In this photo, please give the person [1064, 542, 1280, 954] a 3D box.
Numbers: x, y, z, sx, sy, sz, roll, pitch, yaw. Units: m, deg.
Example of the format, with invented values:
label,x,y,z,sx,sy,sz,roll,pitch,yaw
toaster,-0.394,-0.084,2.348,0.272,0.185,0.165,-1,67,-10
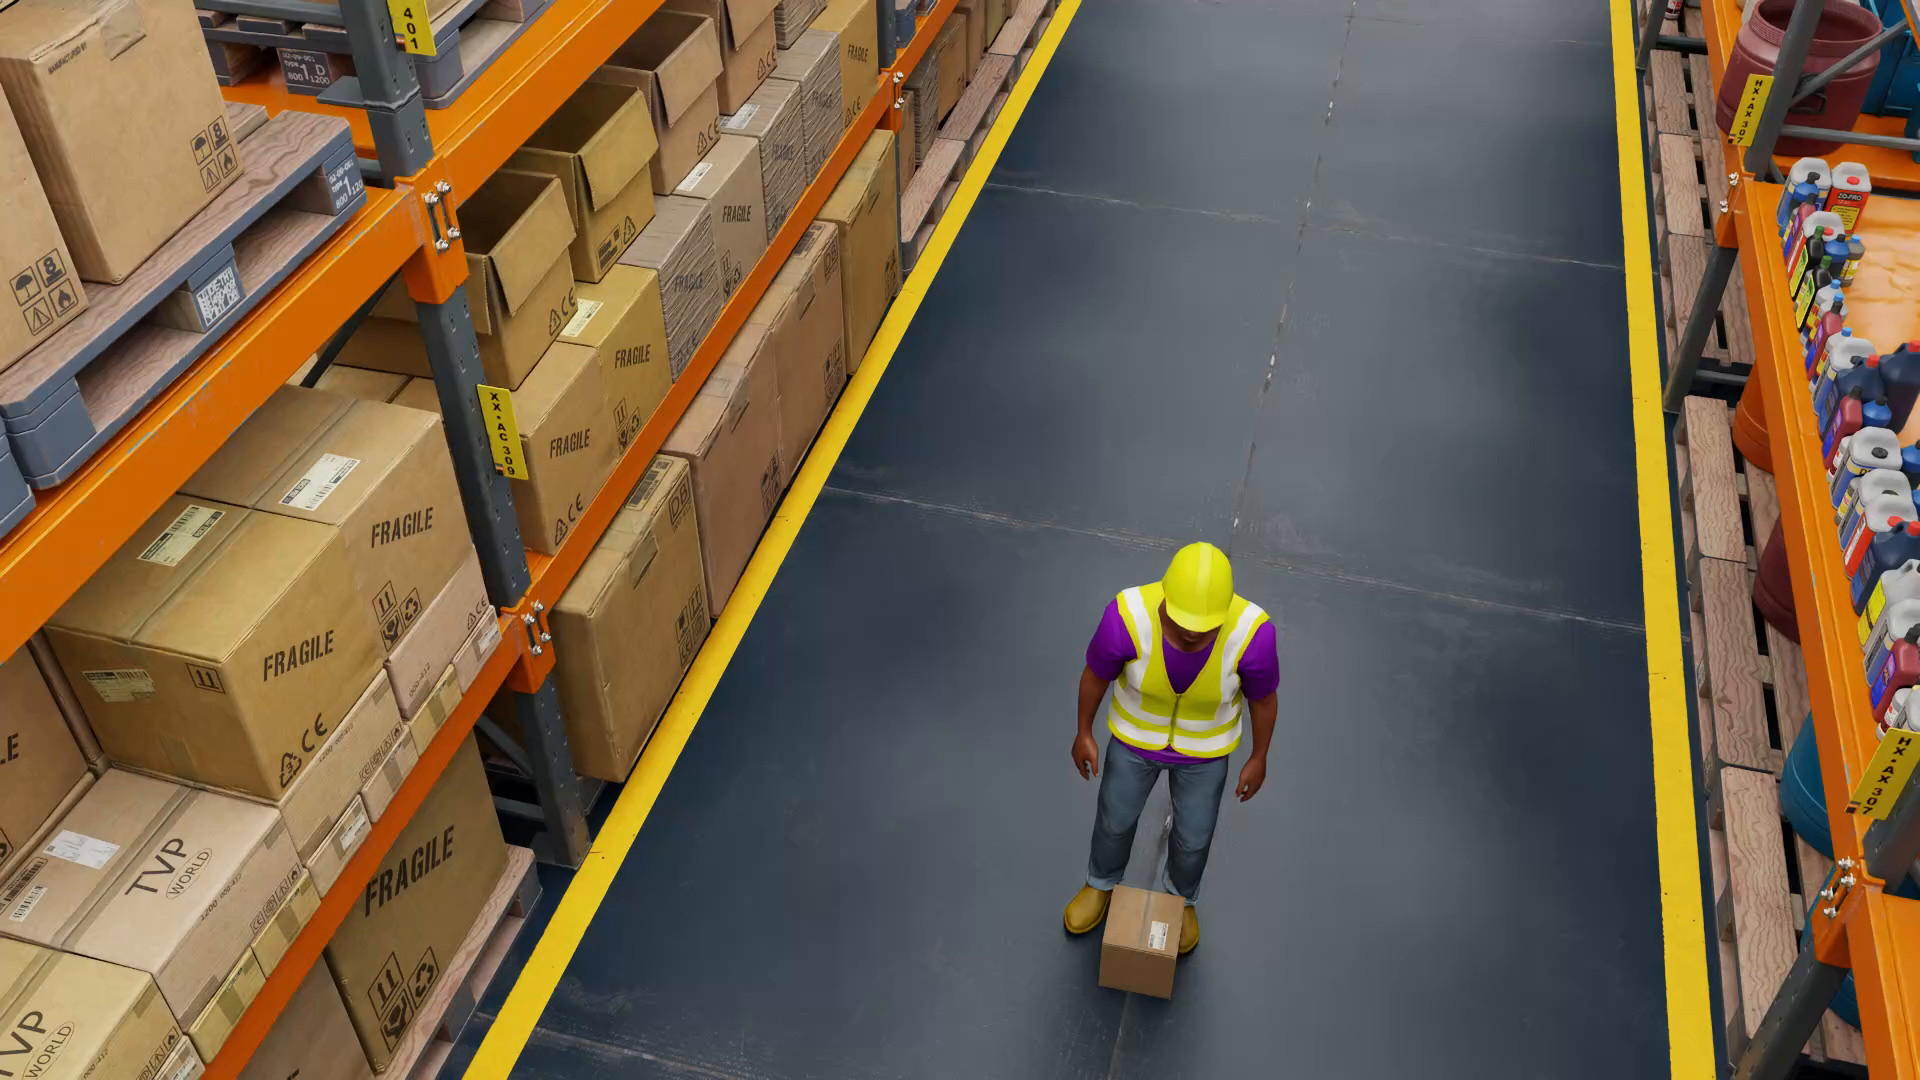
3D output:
label,x,y,z,sx,sy,sz,roll,pitch,yaw
person,0.681,0.665,5.373,0.634,1.760,0.457,8,41,9
